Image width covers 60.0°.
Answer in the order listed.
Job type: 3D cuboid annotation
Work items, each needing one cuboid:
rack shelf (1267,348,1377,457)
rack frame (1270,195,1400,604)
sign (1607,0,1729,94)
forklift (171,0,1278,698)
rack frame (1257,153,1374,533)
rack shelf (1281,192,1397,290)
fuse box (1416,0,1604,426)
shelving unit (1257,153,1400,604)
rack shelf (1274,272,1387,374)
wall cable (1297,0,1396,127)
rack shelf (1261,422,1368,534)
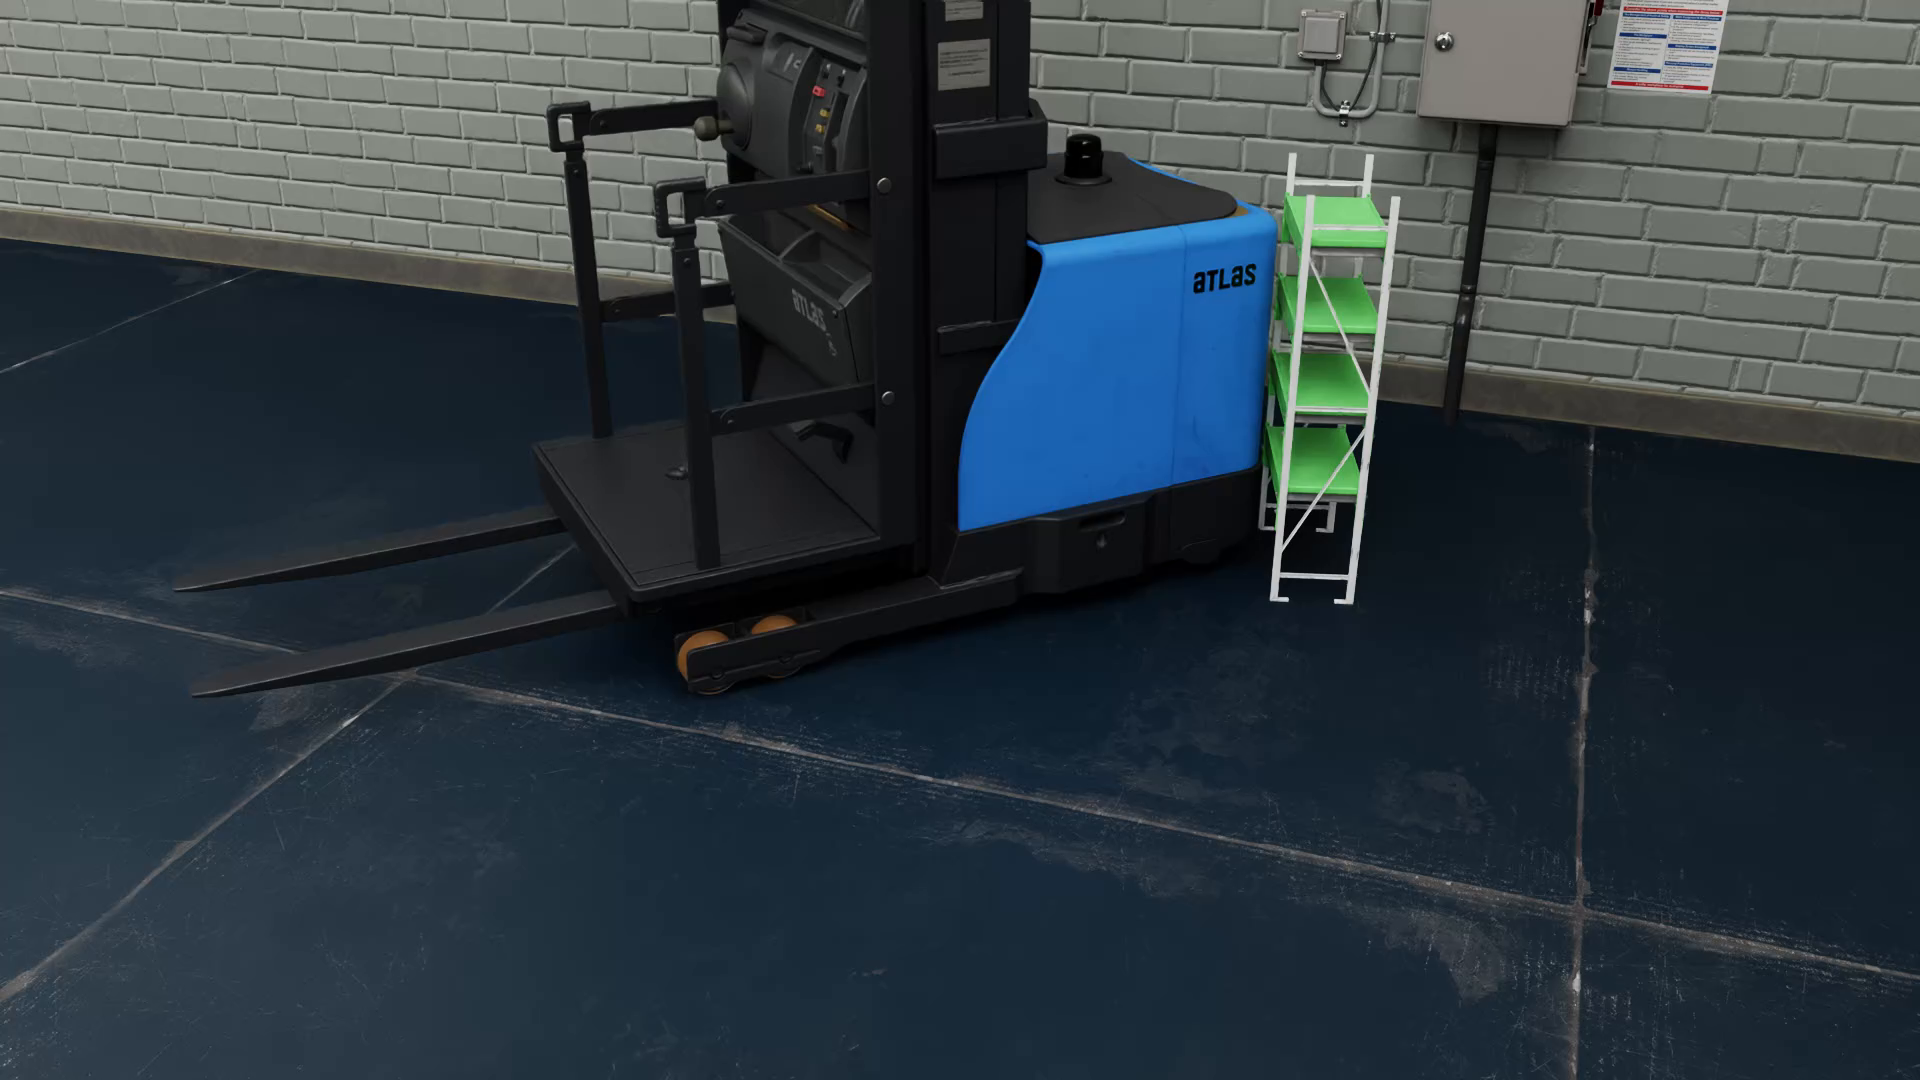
[{"bbox_3d":[1.050,-0.408,4.862,0.258,0.148,0.480,2,26,4],"label":"rack shelf"},{"bbox_3d":[1.030,-0.359,4.616,0.240,1.200,0.015,2,26,4],"label":"rack frame"},{"bbox_3d":[2.357,-1.738,5.506,0.329,0.494,0.001,9,27,17],"label":"sign"},{"bbox_3d":[-0.634,-1.172,4.307,3.031,2.935,1.130,-12,28,-24],"label":"forklift"},{"bbox_3d":[1.070,-0.571,5.053,0.240,1.200,0.015,2,26,4],"label":"rack frame"},{"bbox_3d":[1.050,-0.840,4.653,0.258,0.148,0.480,2,26,4],"label":"rack shelf"},{"bbox_3d":[1.823,-1.187,5.739,0.539,1.711,0.414,9,27,17],"label":"fuse box"},{"bbox_3d":[1.050,-0.465,4.834,0.258,1.200,0.503,2,26,4],"label":"shelving unit"},{"bbox_3d":[1.050,-0.624,4.758,0.258,0.148,0.480,2,26,4],"label":"rack shelf"},{"bbox_3d":[1.232,-2.388,5.574,0.588,1.984,0.122,9,27,17],"label":"wall cable"},{"bbox_3d":[1.050,-0.192,4.967,0.258,0.148,0.480,2,26,4],"label":"rack shelf"}]
